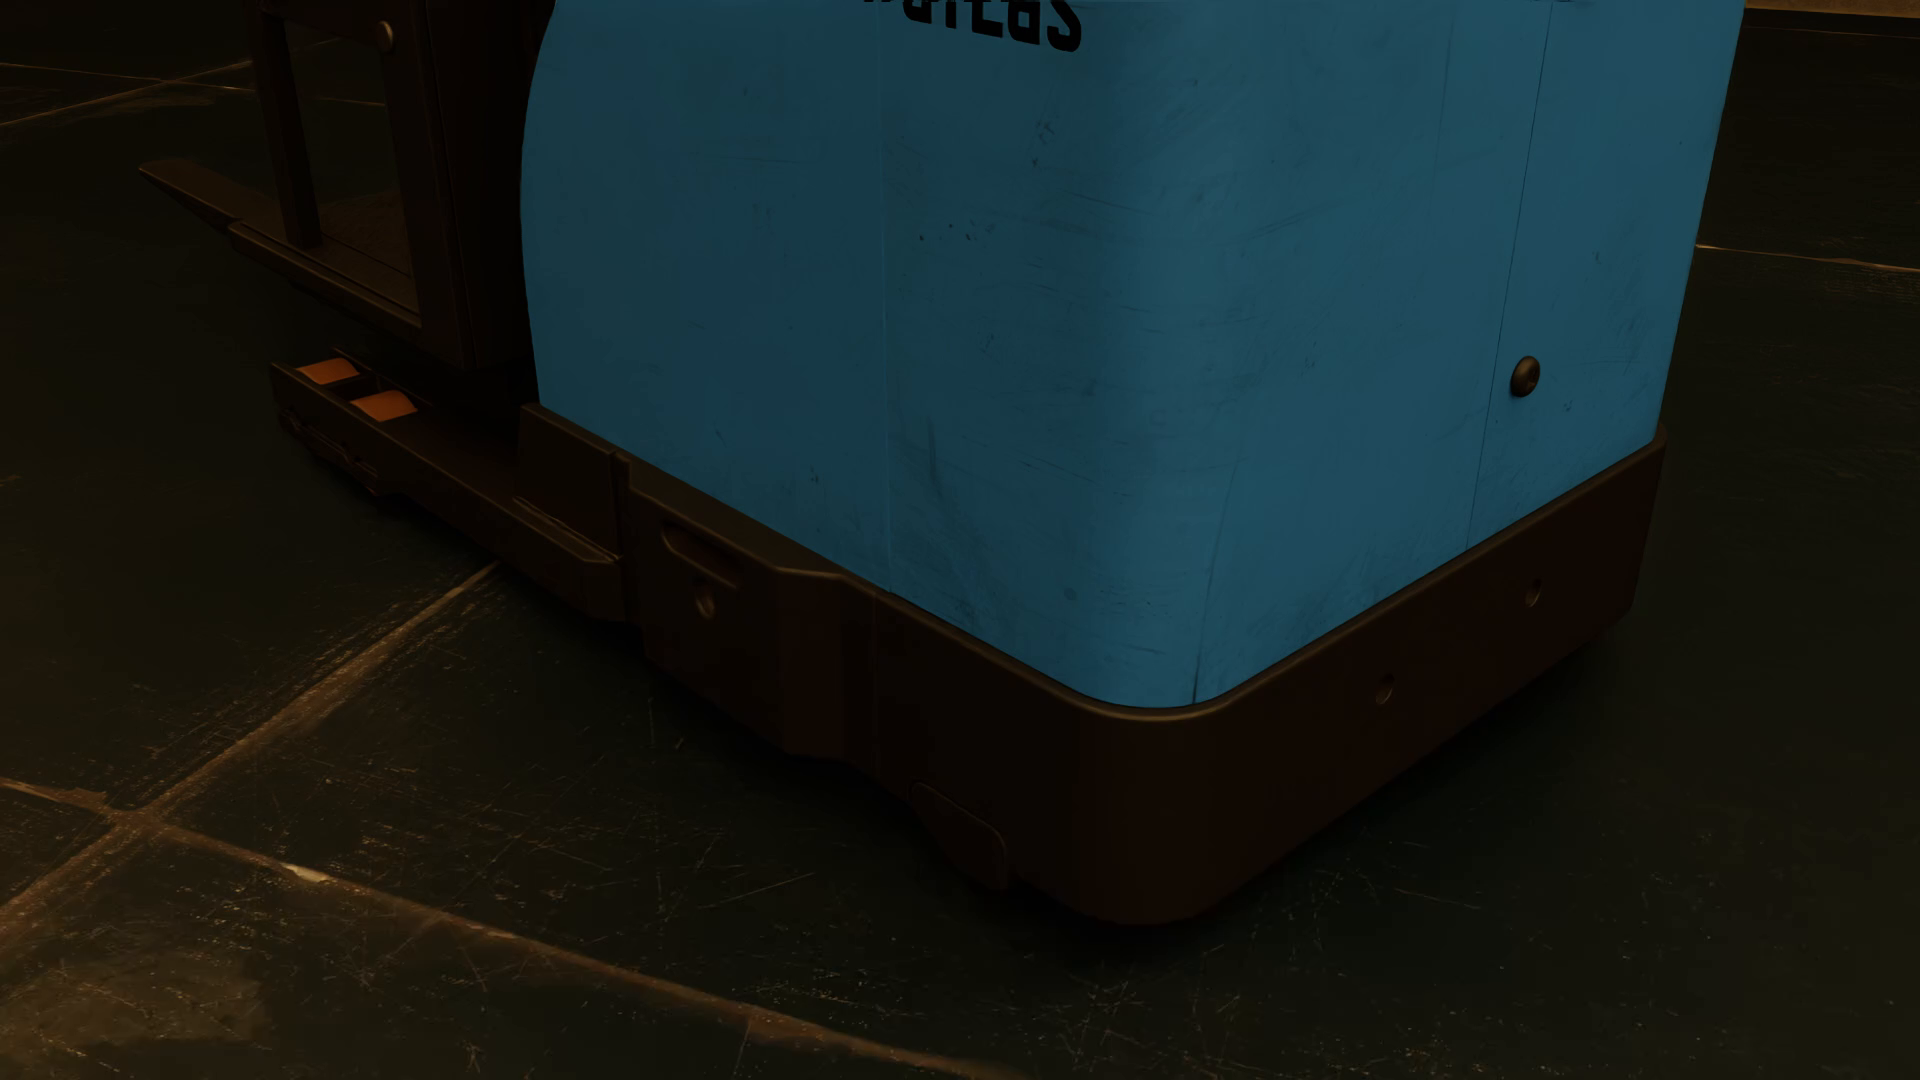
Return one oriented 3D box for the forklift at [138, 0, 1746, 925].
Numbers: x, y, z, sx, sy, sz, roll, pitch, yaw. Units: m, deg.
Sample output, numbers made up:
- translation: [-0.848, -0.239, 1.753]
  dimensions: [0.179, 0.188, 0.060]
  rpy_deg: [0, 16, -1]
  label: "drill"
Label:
- translation: [-0.486, -1.513, 2.236]
  dimensions: [1.130, 2.935, 3.031]
  rpy_deg: [-23, 35, -38]
  label: "forklift"
